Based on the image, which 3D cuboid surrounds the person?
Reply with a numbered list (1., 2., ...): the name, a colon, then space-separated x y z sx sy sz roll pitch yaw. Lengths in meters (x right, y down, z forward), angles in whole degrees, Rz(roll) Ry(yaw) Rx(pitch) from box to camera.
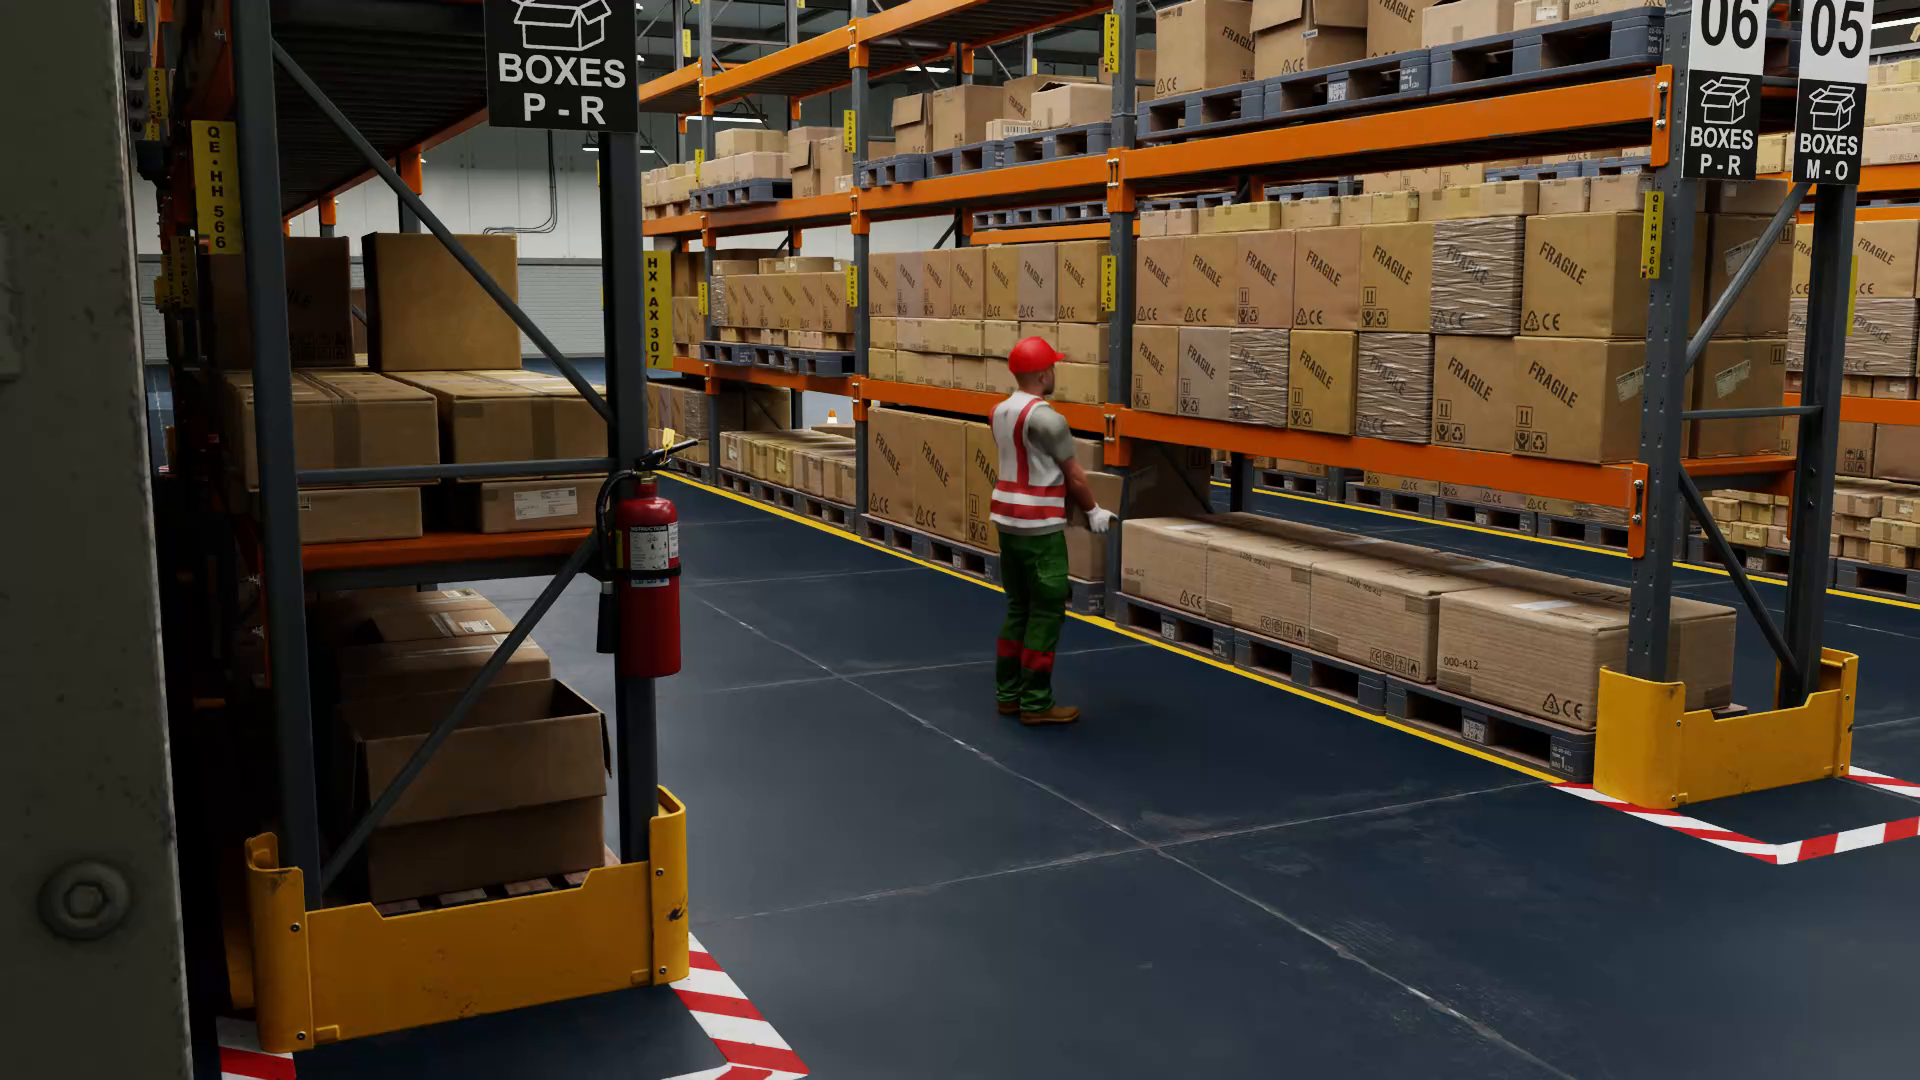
1. person: 0.343 -0.046 7.751 0.441 1.780 0.579 -4 10 -28
